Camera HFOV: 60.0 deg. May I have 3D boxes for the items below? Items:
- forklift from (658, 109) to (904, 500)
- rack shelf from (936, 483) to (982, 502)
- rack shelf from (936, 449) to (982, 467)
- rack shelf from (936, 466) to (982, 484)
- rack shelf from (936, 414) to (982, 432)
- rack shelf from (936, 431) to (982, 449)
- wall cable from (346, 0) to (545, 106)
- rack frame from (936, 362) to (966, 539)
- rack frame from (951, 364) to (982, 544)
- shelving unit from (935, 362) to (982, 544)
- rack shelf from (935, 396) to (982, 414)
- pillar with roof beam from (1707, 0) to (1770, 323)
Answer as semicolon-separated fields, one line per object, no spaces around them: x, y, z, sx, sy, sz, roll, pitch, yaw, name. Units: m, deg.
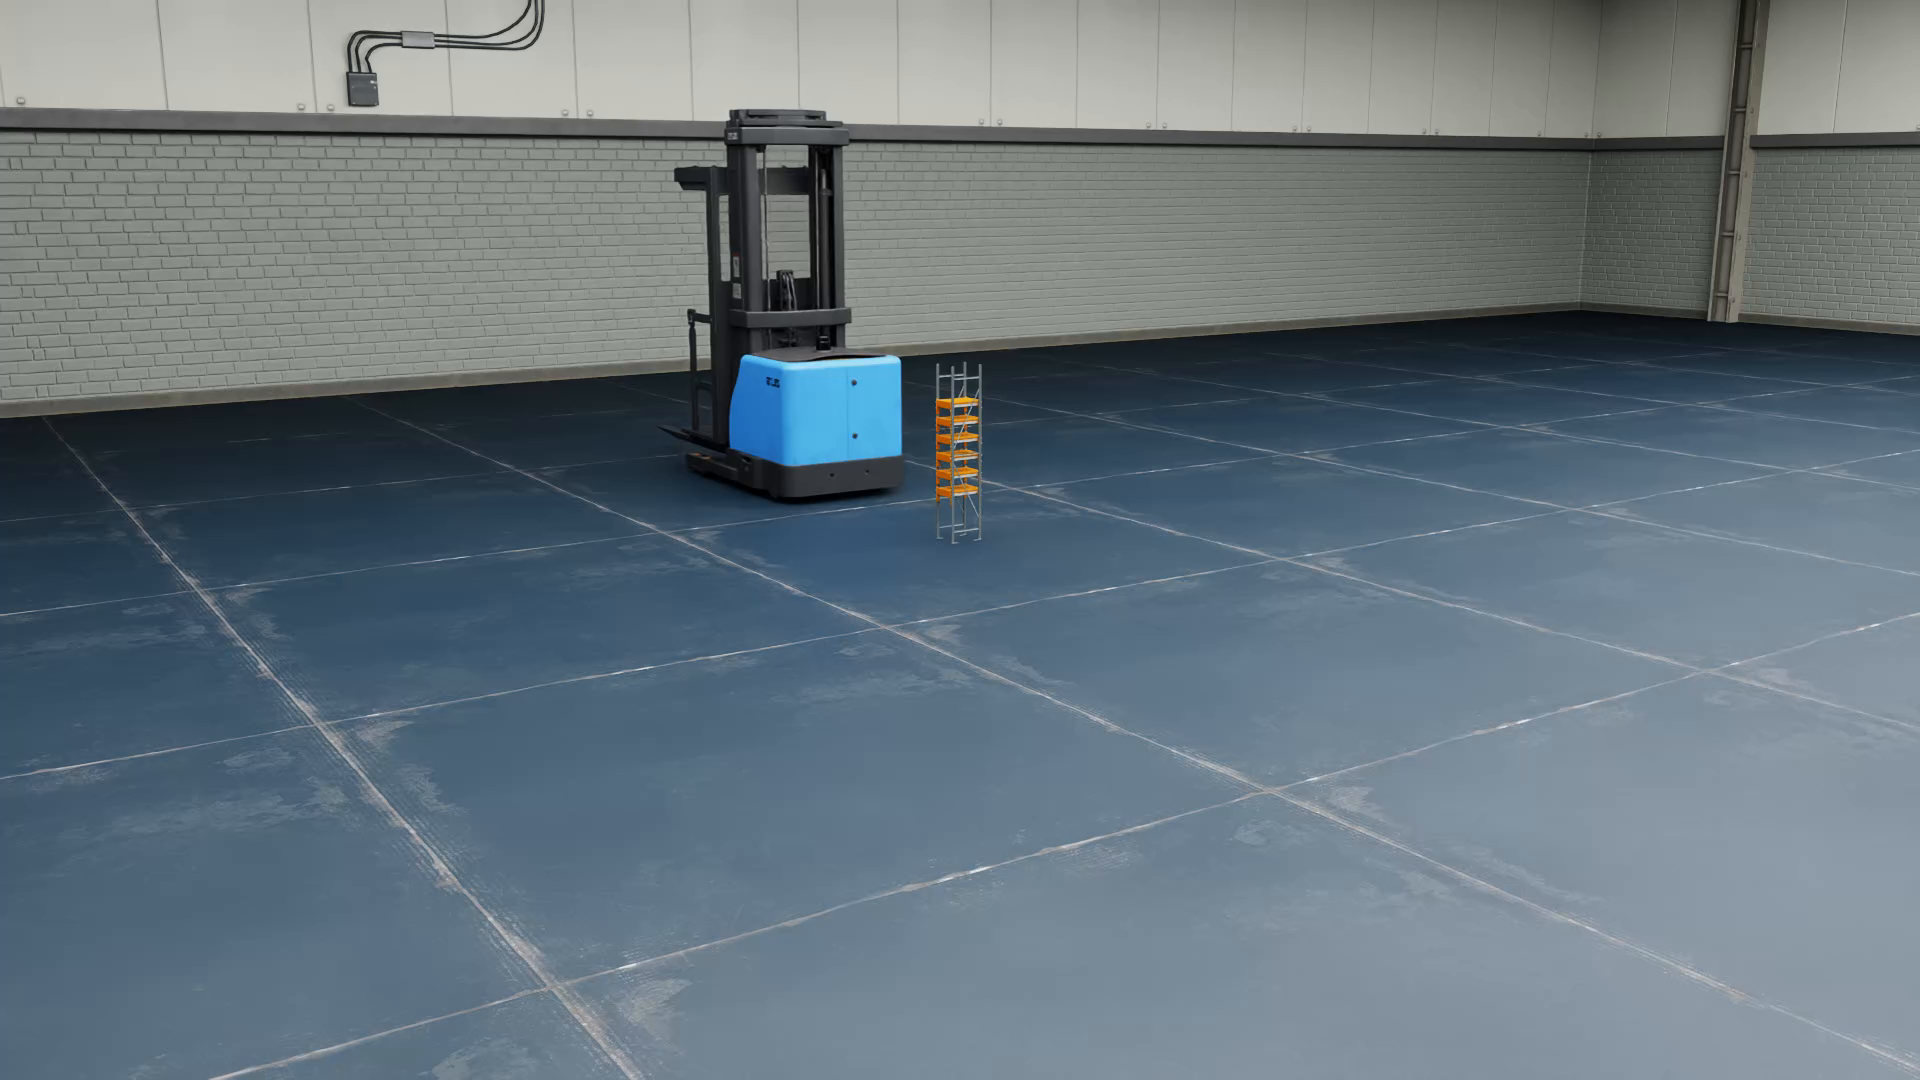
-1.643;-2.005;13.671;1.130;2.935;3.031;-8;14;-31;forklift
-0.008;-0.311;11.306;0.258;0.103;0.180;-8;15;-33;rack shelf
-0.008;-0.545;11.255;0.258;0.103;0.180;-8;15;-33;rack shelf
-0.008;-0.428;11.280;0.258;0.103;0.180;-8;15;-33;rack shelf
-0.008;-0.780;11.204;0.258;0.103;0.180;-8;15;-33;rack shelf
-0.008;-0.663;11.229;0.258;0.103;0.180;-8;15;-33;rack shelf
-5.777;-7.875;18.349;2.305;6.003;0.169;-8;15;-33;wall cable
-0.059;-0.605;11.320;0.240;1.200;0.006;-8;15;-33;rack frame
0.043;-0.572;11.171;0.240;1.200;0.006;-8;15;-33;rack frame
-0.008;-0.589;11.245;0.258;1.200;0.189;-8;15;-33;shelving unit
-0.008;-0.897;11.178;0.258;0.103;0.180;-8;15;-33;rack shelf
9.482;-7.631;25.194;9.100;9.000;0.400;-8;15;-33;pillar with roof beam
